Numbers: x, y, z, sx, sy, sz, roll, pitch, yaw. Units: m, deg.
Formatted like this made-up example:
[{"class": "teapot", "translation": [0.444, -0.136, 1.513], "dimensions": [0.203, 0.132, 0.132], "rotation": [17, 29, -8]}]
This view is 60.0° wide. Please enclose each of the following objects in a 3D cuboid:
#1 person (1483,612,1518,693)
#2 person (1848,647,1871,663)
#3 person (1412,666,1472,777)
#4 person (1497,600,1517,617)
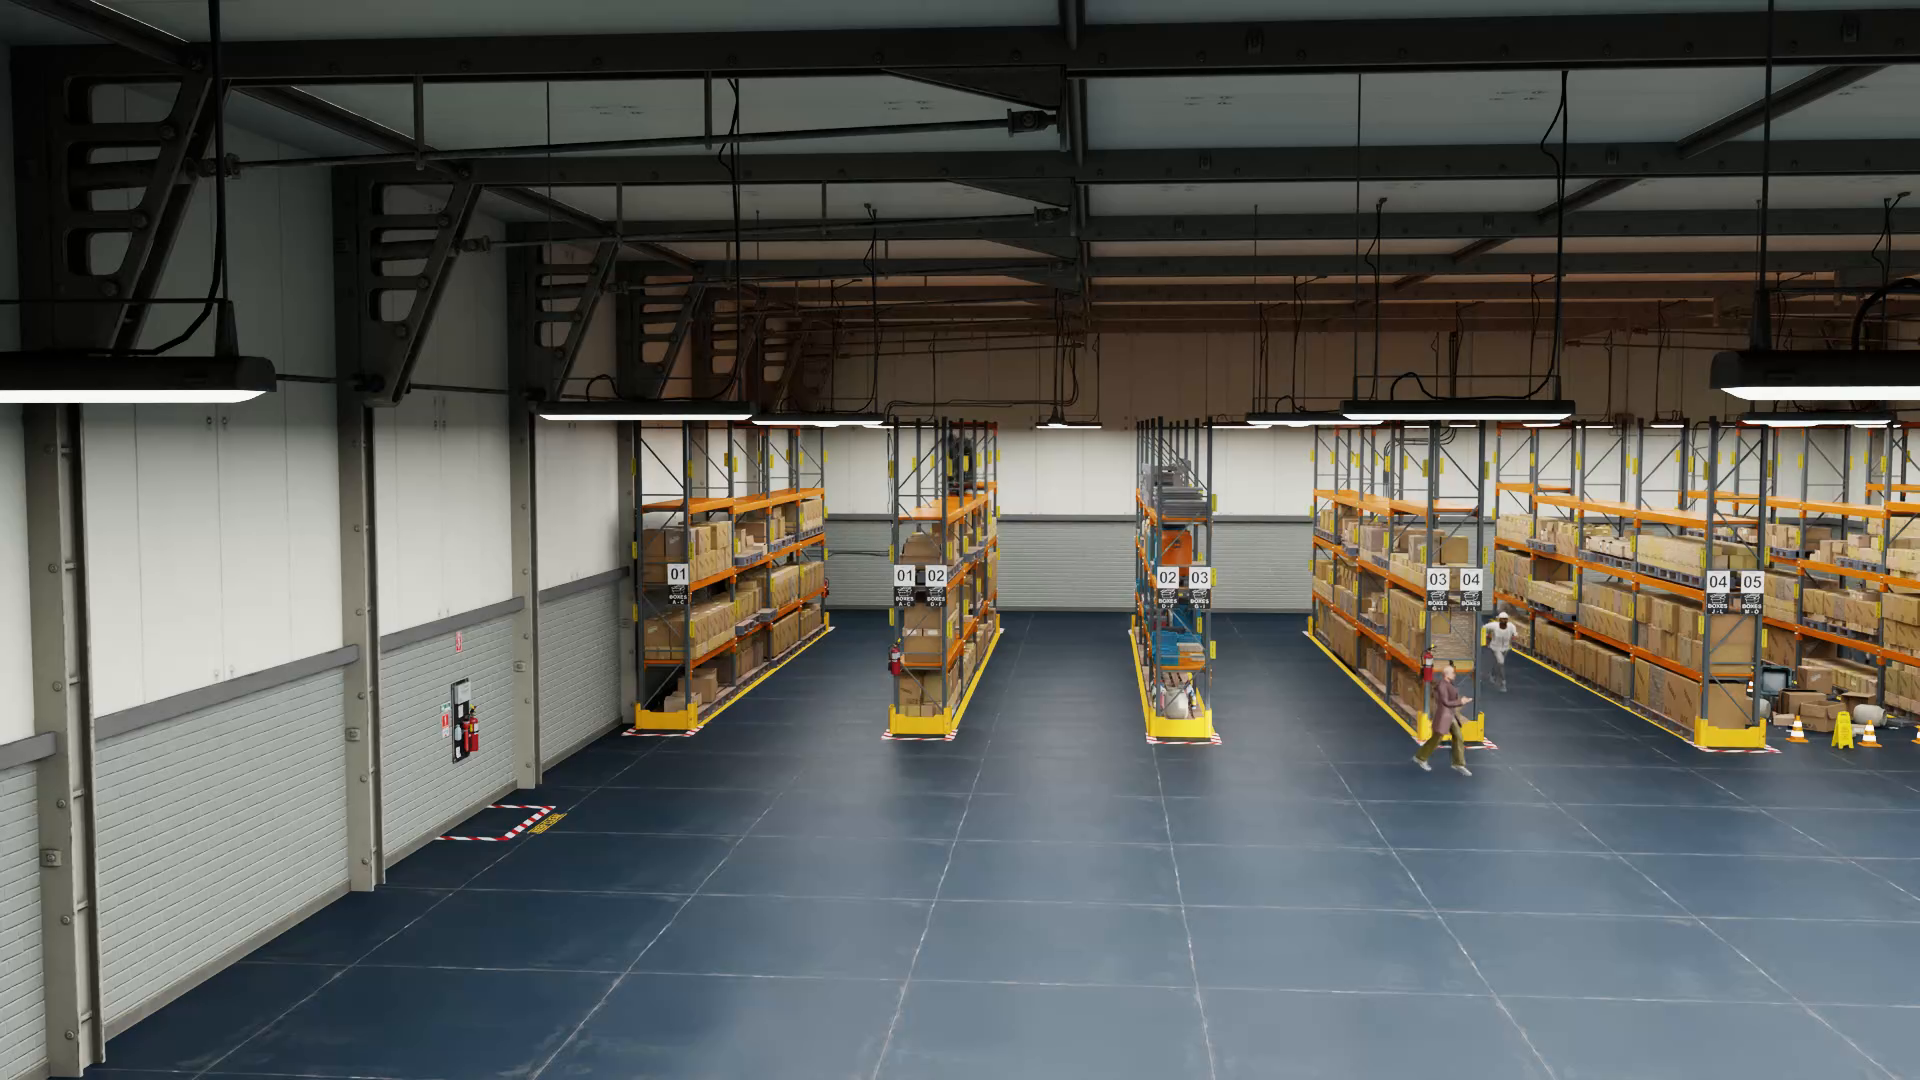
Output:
[{"class": "person", "translation": [11.954, 2.458, 36.893], "dimensions": [0.694, 1.777, 0.997], "rotation": [-1, 4, -9]}, {"class": "person", "translation": [22.093, 2.225, 40.868], "dimensions": [0.589, 1.770, 0.758], "rotation": [0, 4, -2]}, {"class": "person", "translation": [8.059, 3.002, 27.741], "dimensions": [0.976, 1.823, 0.680], "rotation": [2, 4, 33]}, {"class": "person", "translation": [15.614, 1.820, 47.165], "dimensions": [0.730, 1.780, 0.651], "rotation": [0, 4, -2]}]
